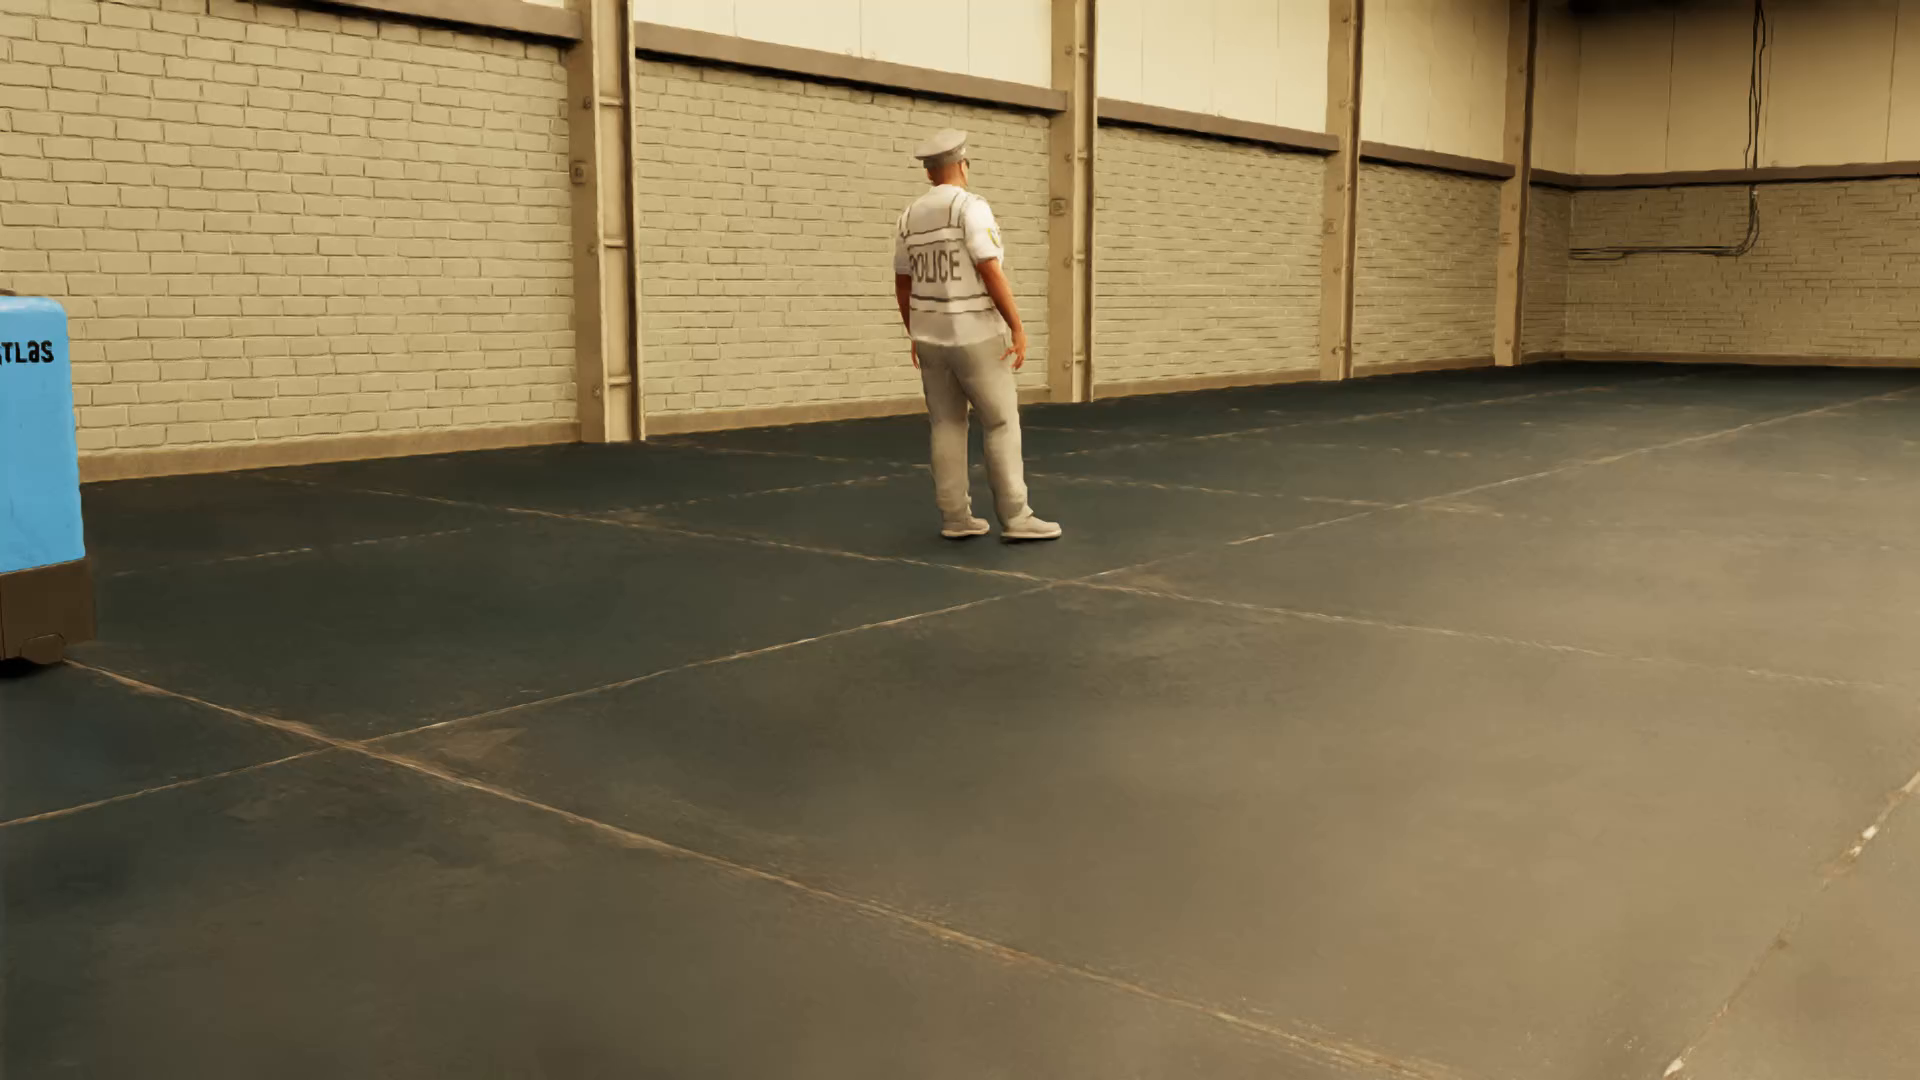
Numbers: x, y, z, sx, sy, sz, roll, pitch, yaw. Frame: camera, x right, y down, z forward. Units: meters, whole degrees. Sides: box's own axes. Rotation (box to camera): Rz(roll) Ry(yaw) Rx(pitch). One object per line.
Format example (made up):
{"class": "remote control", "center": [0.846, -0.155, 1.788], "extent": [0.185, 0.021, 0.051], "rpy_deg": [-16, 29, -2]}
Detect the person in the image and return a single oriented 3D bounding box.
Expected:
{"class": "person", "center": [0.058, -0.897, 7.327], "extent": [0.640, 1.781, 0.574], "rpy_deg": [7, 11, 38]}

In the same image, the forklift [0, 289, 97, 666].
{"class": "forklift", "center": [-3.524, -0.914, 3.532], "extent": [1.130, 2.935, 3.031], "rpy_deg": [3, 9, 19]}
